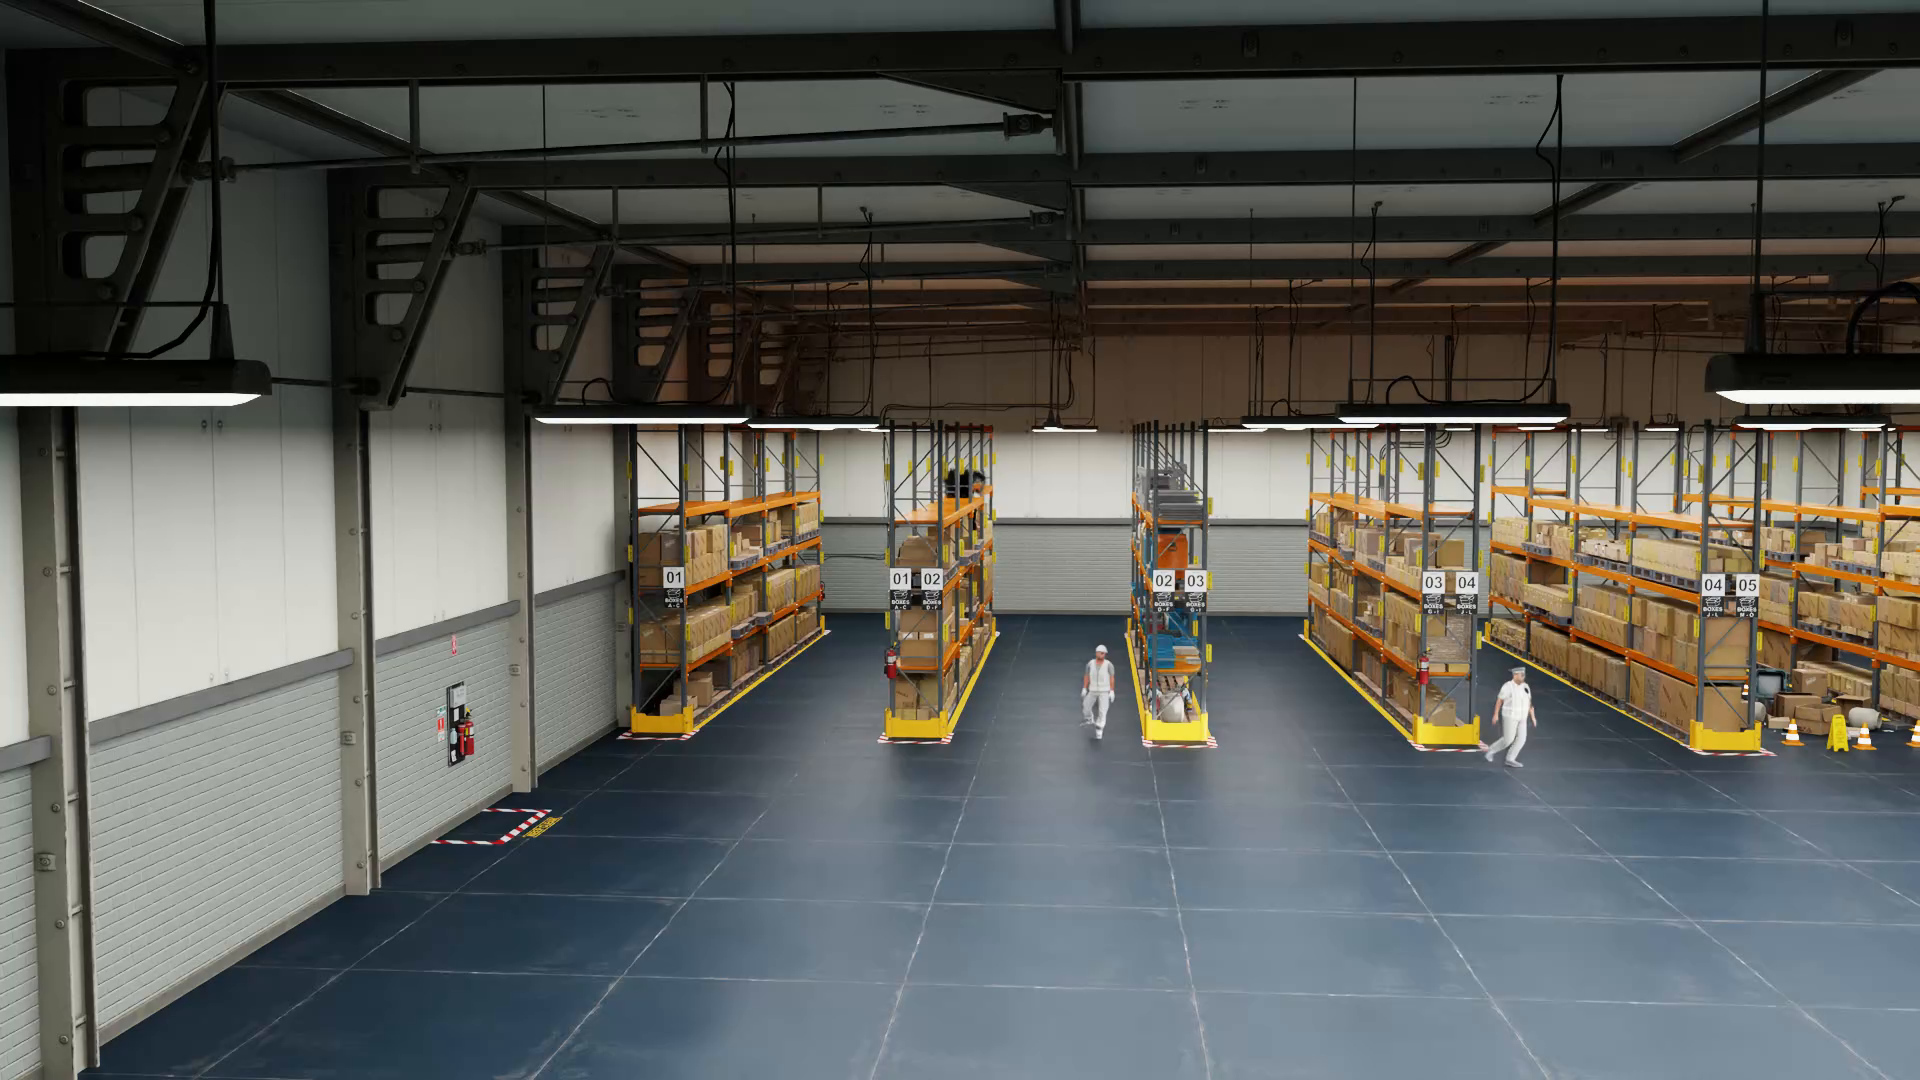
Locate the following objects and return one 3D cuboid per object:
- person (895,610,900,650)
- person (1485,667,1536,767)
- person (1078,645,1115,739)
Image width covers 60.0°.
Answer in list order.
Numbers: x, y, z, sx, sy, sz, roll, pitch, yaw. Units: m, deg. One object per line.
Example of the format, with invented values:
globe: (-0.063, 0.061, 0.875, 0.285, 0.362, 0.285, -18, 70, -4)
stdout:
person: (-1.592, 2.102, 44.492, 0.519, 1.683, 0.786, 0, 4, 0)
person: (9.483, 3.039, 28.679, 0.778, 1.733, 0.589, -1, 4, -22)
person: (2.560, 2.839, 31.321, 0.765, 1.750, 0.653, 1, 4, 16)
